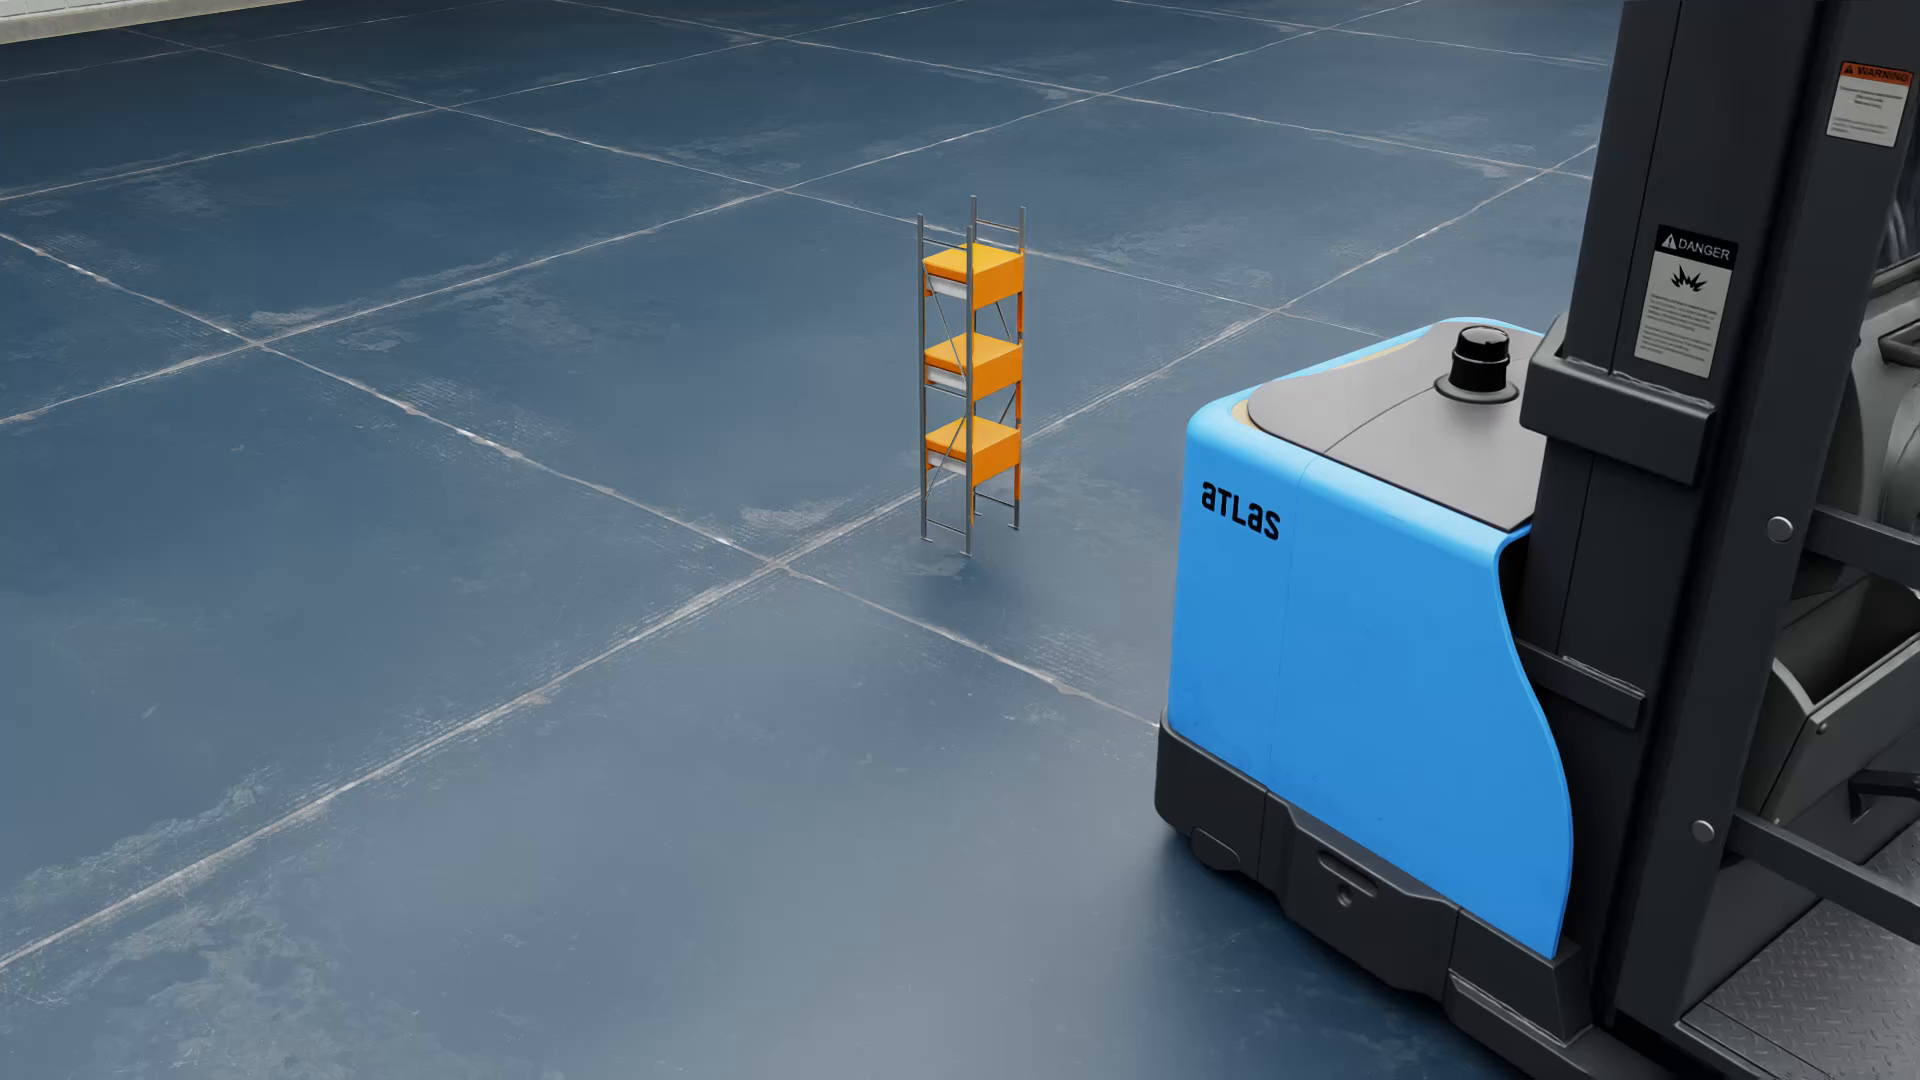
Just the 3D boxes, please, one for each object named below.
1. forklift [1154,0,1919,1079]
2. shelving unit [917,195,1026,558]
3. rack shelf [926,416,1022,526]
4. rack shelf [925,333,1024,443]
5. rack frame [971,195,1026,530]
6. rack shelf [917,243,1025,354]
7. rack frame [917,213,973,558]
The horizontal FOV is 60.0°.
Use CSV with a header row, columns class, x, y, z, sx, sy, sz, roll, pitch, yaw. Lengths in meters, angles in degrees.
class,x,y,z,sx,sy,sz,roll,pitch,yaw
forklift,1.773,-0.234,2.513,1.130,2.935,3.031,-20,34,-34
shelving unit,0.034,-0.485,5.045,0.215,1.050,0.252,21,34,34
rack shelf,0.034,-0.229,5.178,0.215,0.259,0.240,21,34,34
rack shelf,0.034,-0.476,5.050,0.215,0.259,0.240,21,34,34
rack frame,0.112,-0.529,5.129,0.200,1.050,0.008,21,34,34
rack shelf,0.034,-0.728,4.920,0.215,0.259,0.240,21,34,34
rack frame,-0.044,-0.442,4.962,0.200,1.050,0.008,21,34,34
